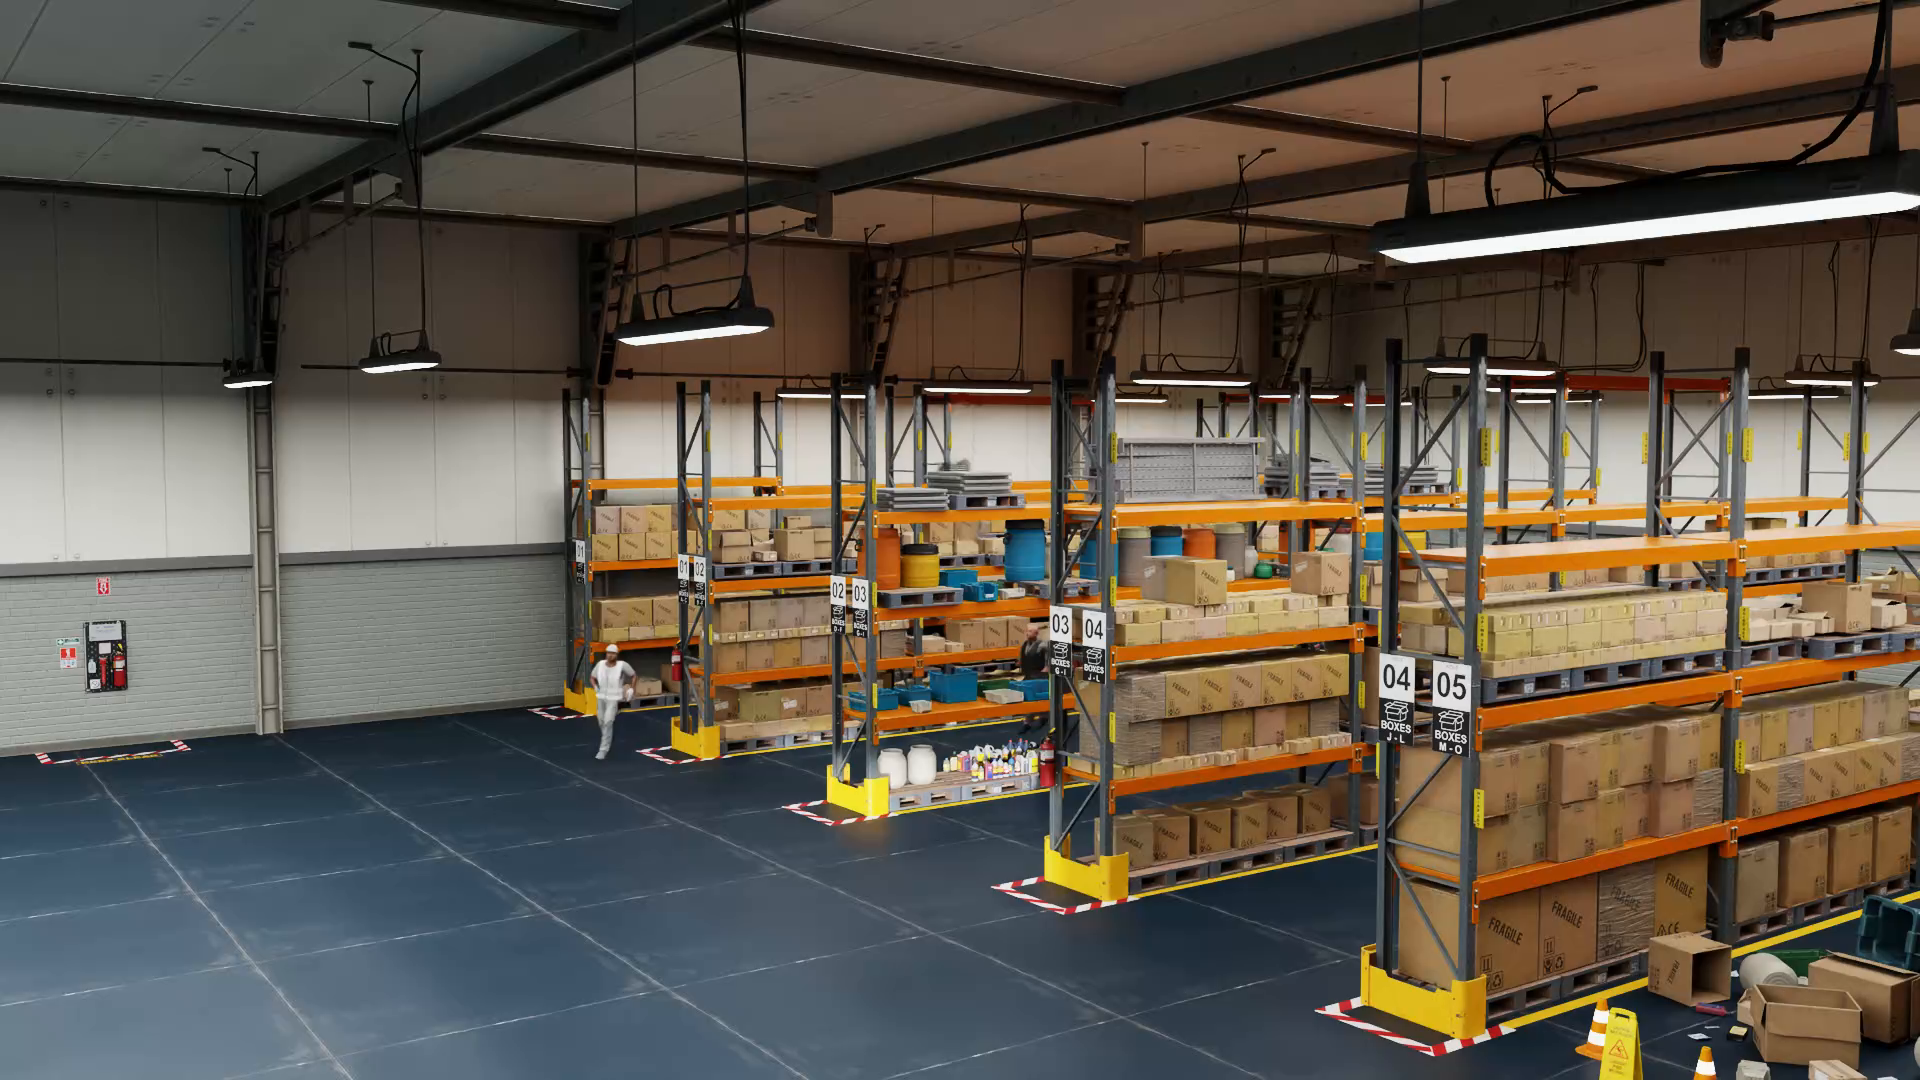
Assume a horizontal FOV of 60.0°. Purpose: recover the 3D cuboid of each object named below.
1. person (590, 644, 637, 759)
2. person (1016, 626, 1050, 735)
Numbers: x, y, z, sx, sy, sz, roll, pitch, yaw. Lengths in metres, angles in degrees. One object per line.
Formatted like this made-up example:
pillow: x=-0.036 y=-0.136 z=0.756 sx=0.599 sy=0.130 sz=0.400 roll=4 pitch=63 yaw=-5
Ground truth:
person: x=-5.583 y=2.552 z=26.635 sx=0.734 sy=1.779 sz=0.909 roll=1 pitch=4 yaw=9
person: x=1.221 y=2.286 z=27.386 sx=0.827 sy=1.766 sz=0.676 roll=-3 pitch=5 yaw=-42
